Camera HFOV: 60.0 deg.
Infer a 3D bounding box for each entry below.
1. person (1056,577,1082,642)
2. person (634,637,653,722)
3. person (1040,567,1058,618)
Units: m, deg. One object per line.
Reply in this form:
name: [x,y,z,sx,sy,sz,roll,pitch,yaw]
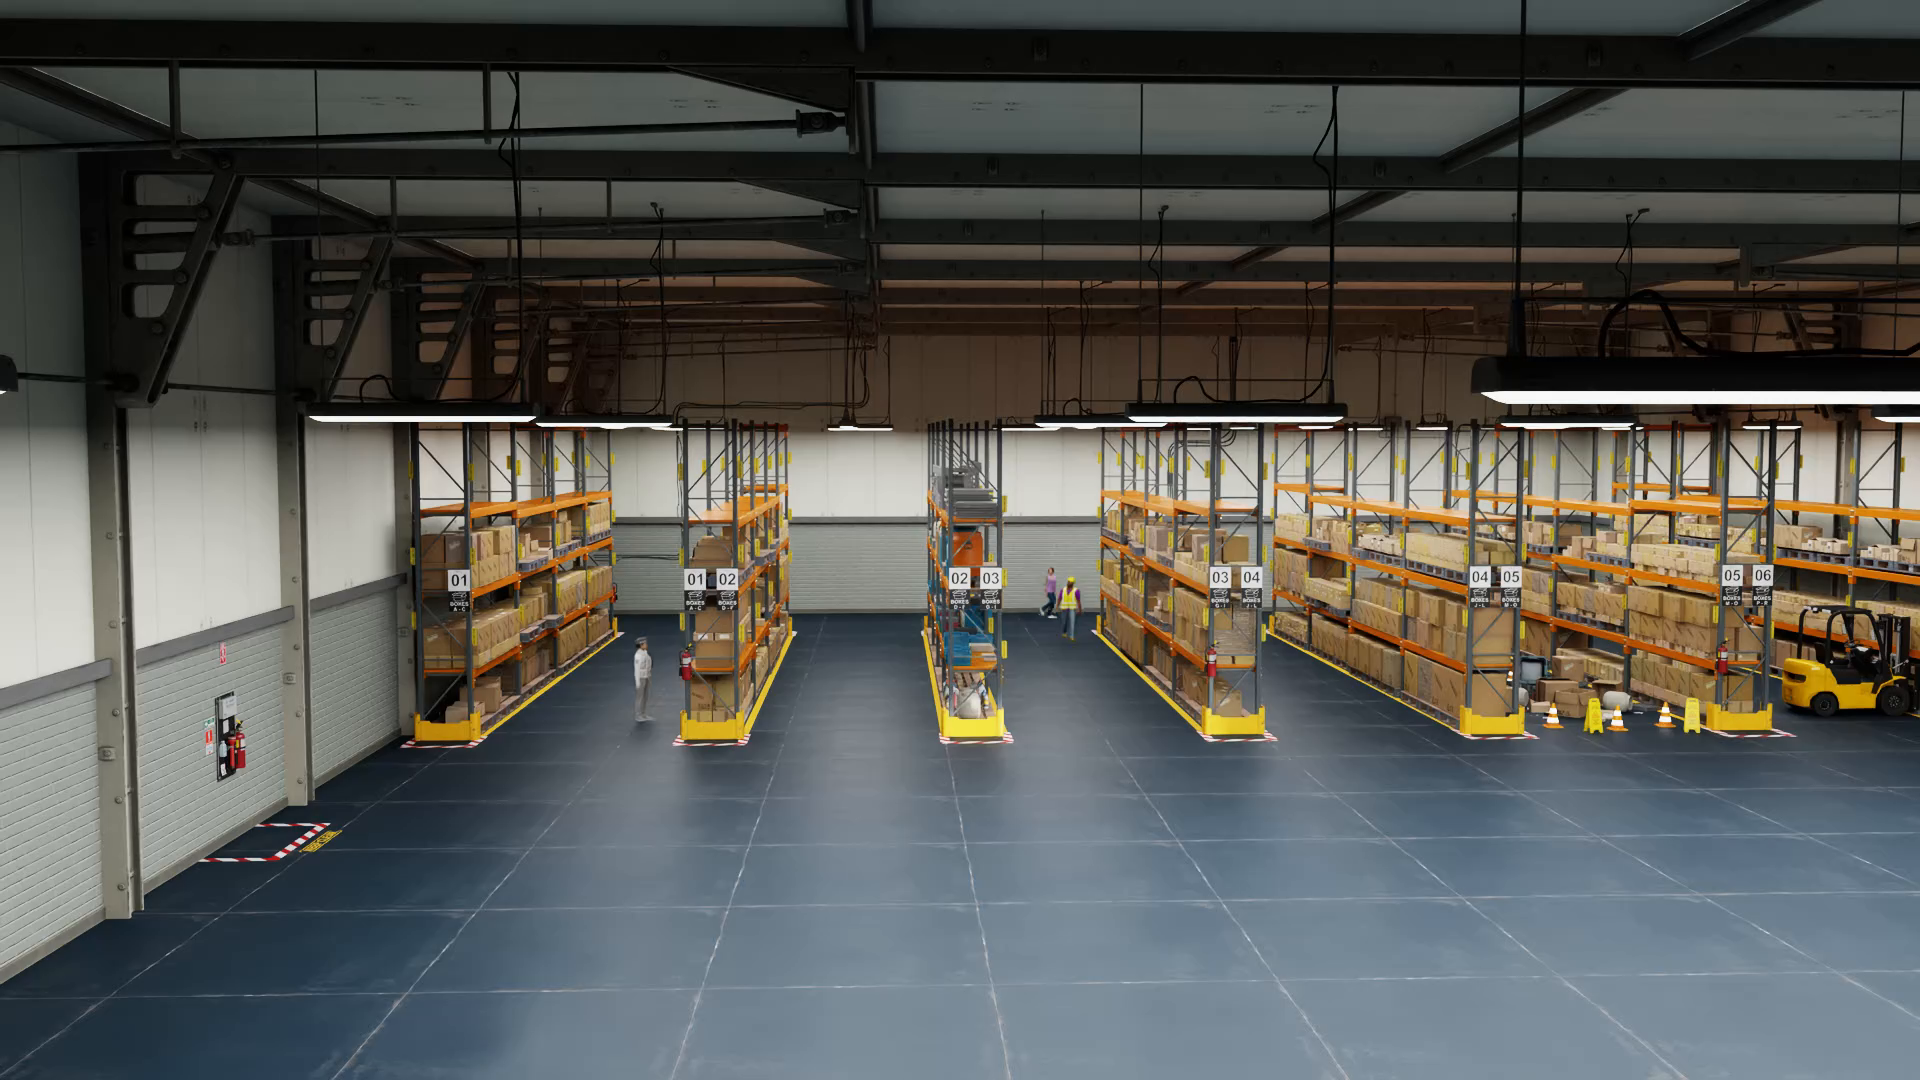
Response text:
person: [2.911,1.858,44.593,0.705,1.725,1.019,0,4,2]
person: [-6.309,2.762,33.095,0.327,1.695,0.576,1,4,10]
person: [2.754,1.630,51.411,0.479,1.586,0.417,2,4,27]
